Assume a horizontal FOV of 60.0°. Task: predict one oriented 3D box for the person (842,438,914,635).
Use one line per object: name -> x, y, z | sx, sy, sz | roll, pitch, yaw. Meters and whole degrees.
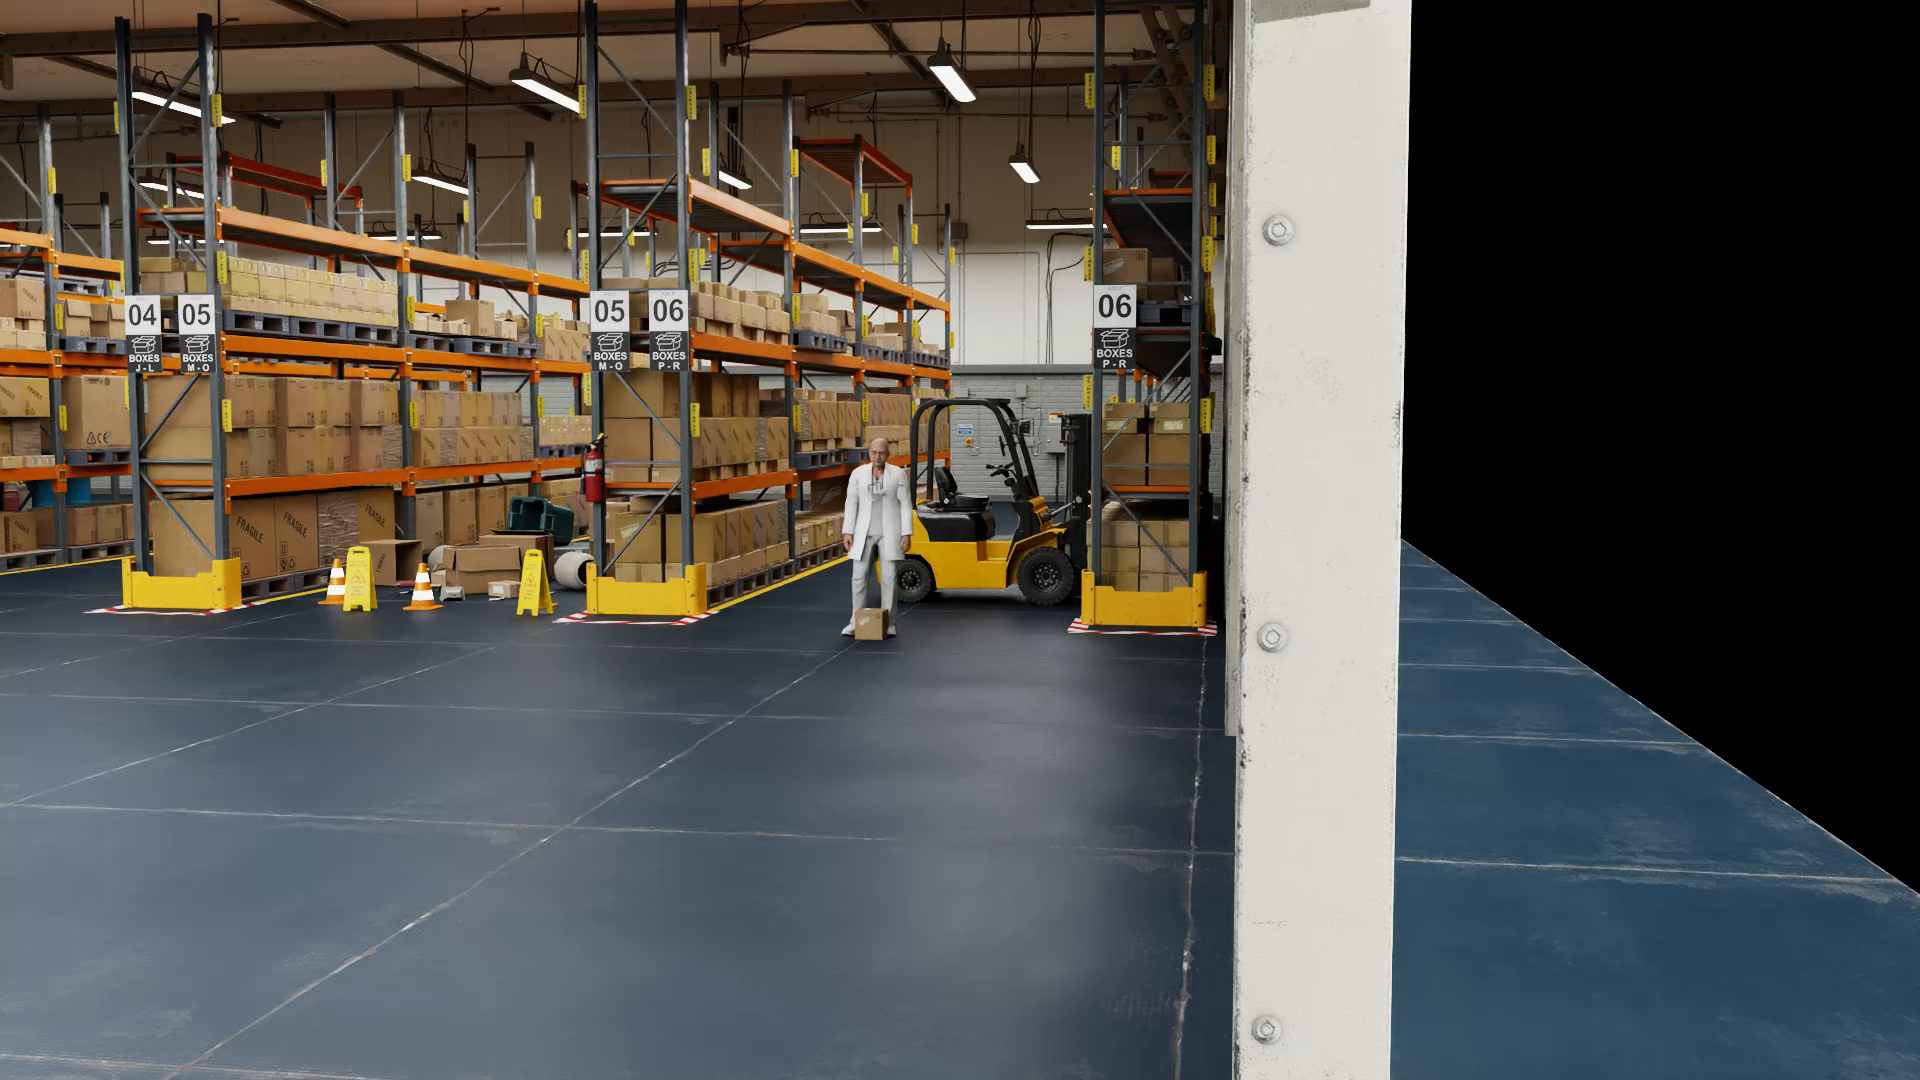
person -> -0.739, -0.031, 14.992 | 0.653, 1.774, 0.424 | 0, 4, 5
